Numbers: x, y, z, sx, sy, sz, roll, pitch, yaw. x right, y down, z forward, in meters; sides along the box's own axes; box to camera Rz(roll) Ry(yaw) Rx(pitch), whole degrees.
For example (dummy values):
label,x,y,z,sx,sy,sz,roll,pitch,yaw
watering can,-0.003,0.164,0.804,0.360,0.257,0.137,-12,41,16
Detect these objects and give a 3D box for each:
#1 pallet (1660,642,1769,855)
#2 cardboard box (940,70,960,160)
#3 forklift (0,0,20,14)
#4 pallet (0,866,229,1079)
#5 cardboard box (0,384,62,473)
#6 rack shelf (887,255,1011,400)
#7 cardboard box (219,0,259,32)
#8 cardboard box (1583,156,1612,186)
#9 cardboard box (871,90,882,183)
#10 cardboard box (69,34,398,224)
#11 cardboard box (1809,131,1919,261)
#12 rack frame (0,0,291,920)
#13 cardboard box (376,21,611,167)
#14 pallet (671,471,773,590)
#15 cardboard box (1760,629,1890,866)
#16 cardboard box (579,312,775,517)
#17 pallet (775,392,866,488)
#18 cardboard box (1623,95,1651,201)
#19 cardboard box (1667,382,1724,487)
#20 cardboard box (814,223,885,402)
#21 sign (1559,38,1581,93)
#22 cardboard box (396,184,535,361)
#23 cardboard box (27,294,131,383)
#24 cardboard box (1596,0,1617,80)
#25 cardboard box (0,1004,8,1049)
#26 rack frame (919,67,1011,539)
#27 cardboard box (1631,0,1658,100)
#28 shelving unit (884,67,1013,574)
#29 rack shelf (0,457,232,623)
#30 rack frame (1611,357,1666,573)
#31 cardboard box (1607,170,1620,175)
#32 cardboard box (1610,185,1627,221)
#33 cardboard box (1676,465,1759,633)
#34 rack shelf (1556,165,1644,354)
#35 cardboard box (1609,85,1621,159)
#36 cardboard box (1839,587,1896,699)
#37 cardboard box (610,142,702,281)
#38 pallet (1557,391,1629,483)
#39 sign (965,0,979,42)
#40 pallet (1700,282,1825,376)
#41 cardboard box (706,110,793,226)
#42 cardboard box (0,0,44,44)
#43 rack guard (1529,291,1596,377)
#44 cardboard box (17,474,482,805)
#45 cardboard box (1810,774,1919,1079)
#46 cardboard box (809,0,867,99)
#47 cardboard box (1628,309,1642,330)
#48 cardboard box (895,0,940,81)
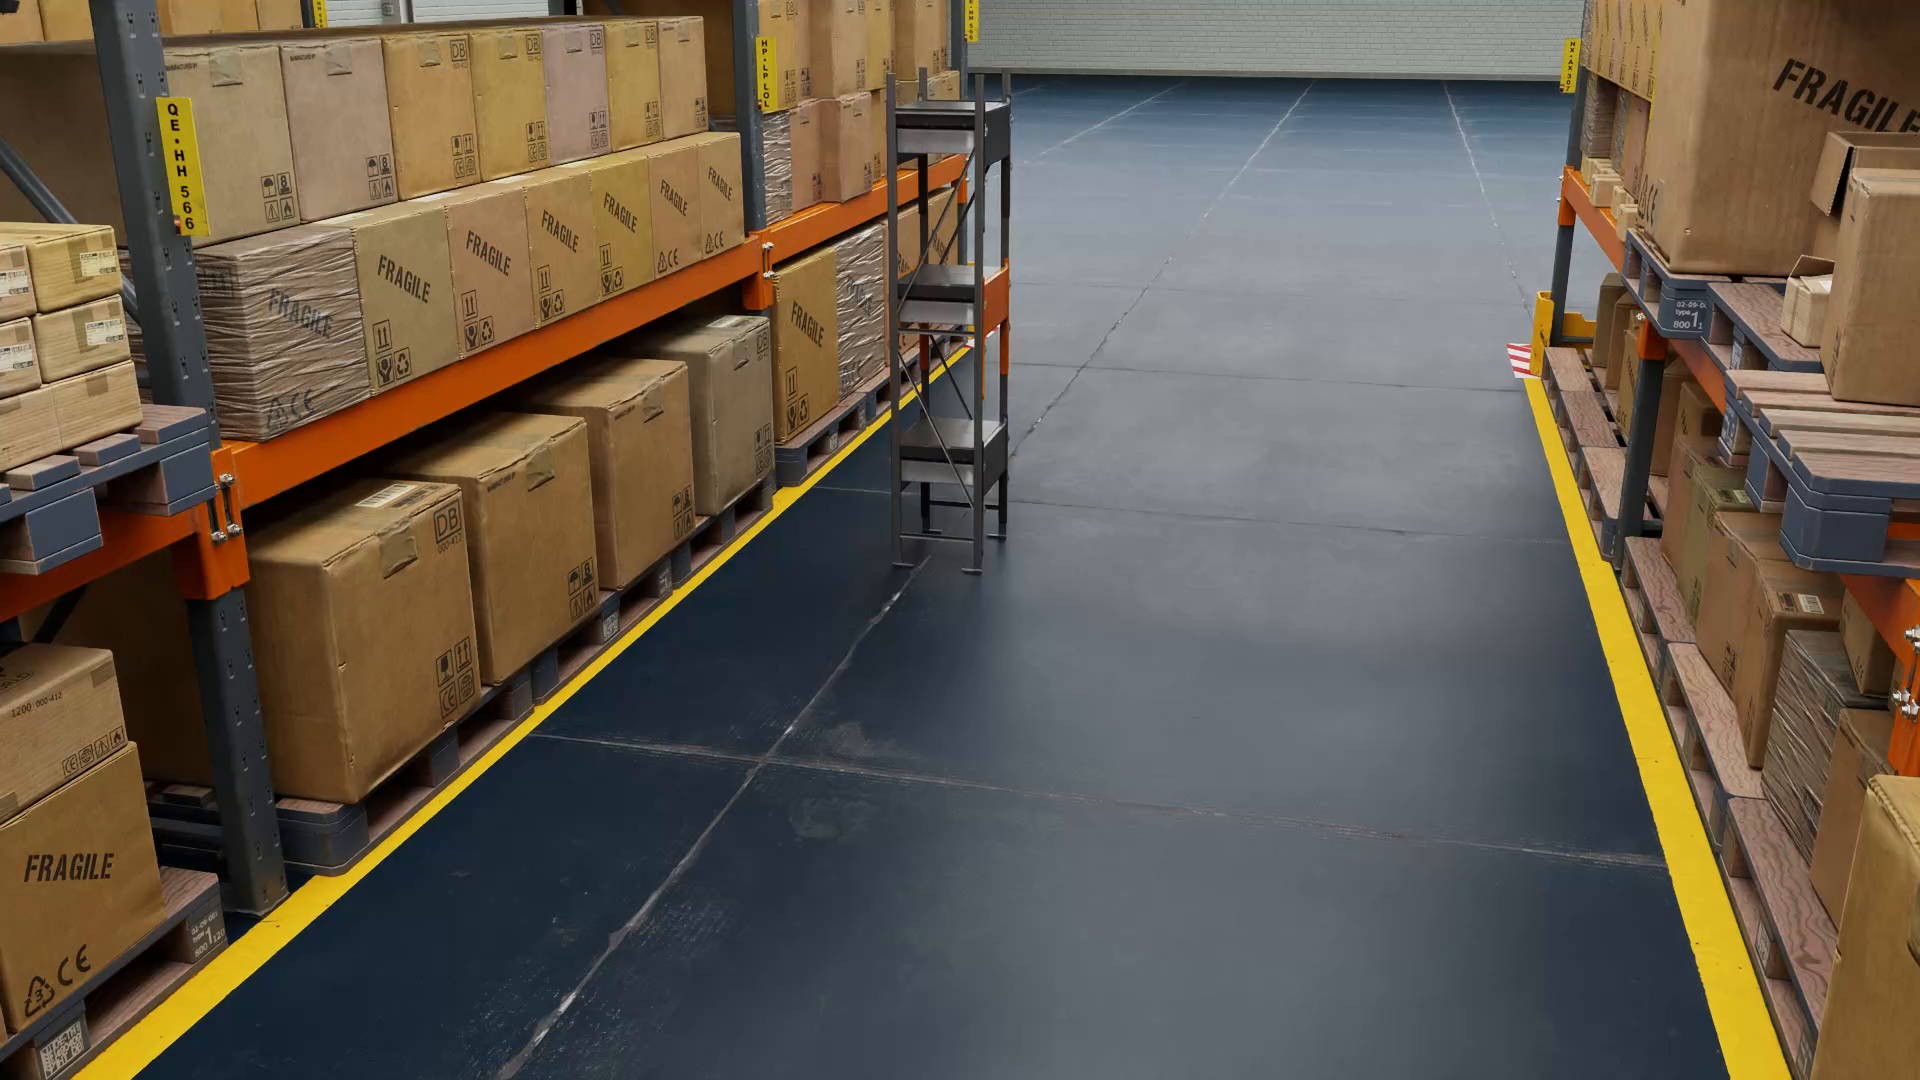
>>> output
label,x,y,z,sx,sy,sz,roll,pitch,yaw
pallet,2.877,0.691,5.337,1.003,0.211,1.213,5,19,13
cardboard box,-0.493,-2.884,11.259,0.875,0.550,0.550,5,19,13
forklift,-4.556,-1.358,7.128,1.130,2.935,3.031,-3,19,-9
pallet,-2.593,1.139,4.027,1.003,0.211,1.213,5,19,13
cardboard box,-2.138,-0.237,3.480,0.380,0.149,0.250,5,19,13
rack shelf,-0.040,-0.929,7.201,0.431,0.518,0.480,5,19,13
cardboard box,-5.315,-3.618,11.478,0.700,0.500,0.500,5,19,14
cardboard box,3.883,-2.166,9.778,0.380,0.149,0.250,5,19,13
cardboard box,-0.954,-2.375,9.769,0.875,0.550,0.500,5,19,13
cardboard box,-2.159,-1.245,4.990,0.700,0.500,0.500,4,19,13
cardboard box,3.028,-0.953,5.028,0.797,0.503,0.637,7,20,19
rack frame,-2.401,-0.426,4.293,1.000,3.000,0.127,5,19,13
cardboard box,-1.787,-1.724,6.393,0.700,0.500,0.500,5,19,14
pallet,-1.539,-0.112,7.689,1.003,0.211,1.213,5,19,13
cardboard box,2.652,0.586,4.518,0.700,0.500,0.500,3,19,9
cardboard box,-1.488,-0.612,7.669,1.050,0.750,0.750,5,19,13
pallet,-1.162,-0.592,9.094,1.003,0.211,1.213,5,19,13
cardboard box,3.712,-1.899,7.991,0.875,0.500,0.500,5,19,13
cardboard box,3.498,-0.394,7.418,0.500,0.500,0.500,4,19,12
cardboard box,-0.985,-1.347,9.628,0.875,0.875,0.875,5,19,14
sign,3.813,-2.962,10.380,0.100,0.325,0.005,5,19,13
cardboard box,-1.784,-0.910,5.557,0.500,0.500,0.500,5,19,13
cardboard box,-2.080,-0.456,3.659,0.380,0.149,0.250,5,20,15
cardboard box,3.690,-2.707,8.811,0.500,0.500,0.500,5,19,13
cardboard box,-2.439,0.948,3.490,0.500,0.500,0.500,5,20,16
rack frame,0.019,-1.018,7.420,0.400,2.100,0.015,5,19,13
cardboard box,3.326,-2.237,7.434,0.500,0.500,0.500,5,19,13
shelving unit,-0.040,-0.942,7.196,0.431,2.100,0.503,5,19,13
rack shelf,-2.889,0.542,2.574,1.077,0.370,4.000,5,19,13
rack frame,3.362,-1.256,6.724,1.000,3.000,0.127,5,19,13
cardboard box,3.739,-1.928,9.080,0.380,0.149,0.250,5,19,13
cardboard box,3.510,-1.697,8.403,0.380,0.149,0.250,5,19,13
cardboard box,3.056,0.057,6.065,0.700,0.500,0.500,5,19,13
rack shelf,3.850,-1.542,8.676,1.077,0.370,4.000,5,19,13
cardboard box,4.172,-2.361,9.346,0.875,0.500,0.500,5,19,13
cardboard box,2.639,0.238,4.376,0.500,0.250,0.500,7,20,20
cardboard box,-1.415,-1.384,6.943,0.500,0.500,0.500,4,19,13
pallet,3.787,-0.533,8.922,1.003,0.211,1.213,5,19,13
sign,0.077,-3.546,11.271,0.100,0.325,0.005,5,19,13
pallet,2.828,-0.535,4.911,1.003,0.211,1.213,5,19,13
cardboard box,-1.345,-1.867,8.281,0.875,0.550,0.550,5,19,13
cardboard box,-5.784,-2.979,9.607,0.700,0.500,0.500,5,19,14
rack guard,4.320,-1.303,10.729,1.175,0.500,0.348,5,19,13
cardboard box,-2.165,0.256,5.127,1.050,0.750,0.750,4,19,13
cardboard box,2.195,1.019,2.701,1.225,0.875,0.875,4,19,11
cardboard box,-1.013,-2.714,9.091,0.875,0.550,0.550,5,19,13
cardboard box,3.886,-0.946,9.035,0.500,0.500,0.500,7,20,18
cardboard box,-0.619,-3.222,10.578,0.875,0.550,0.550,5,19,13
